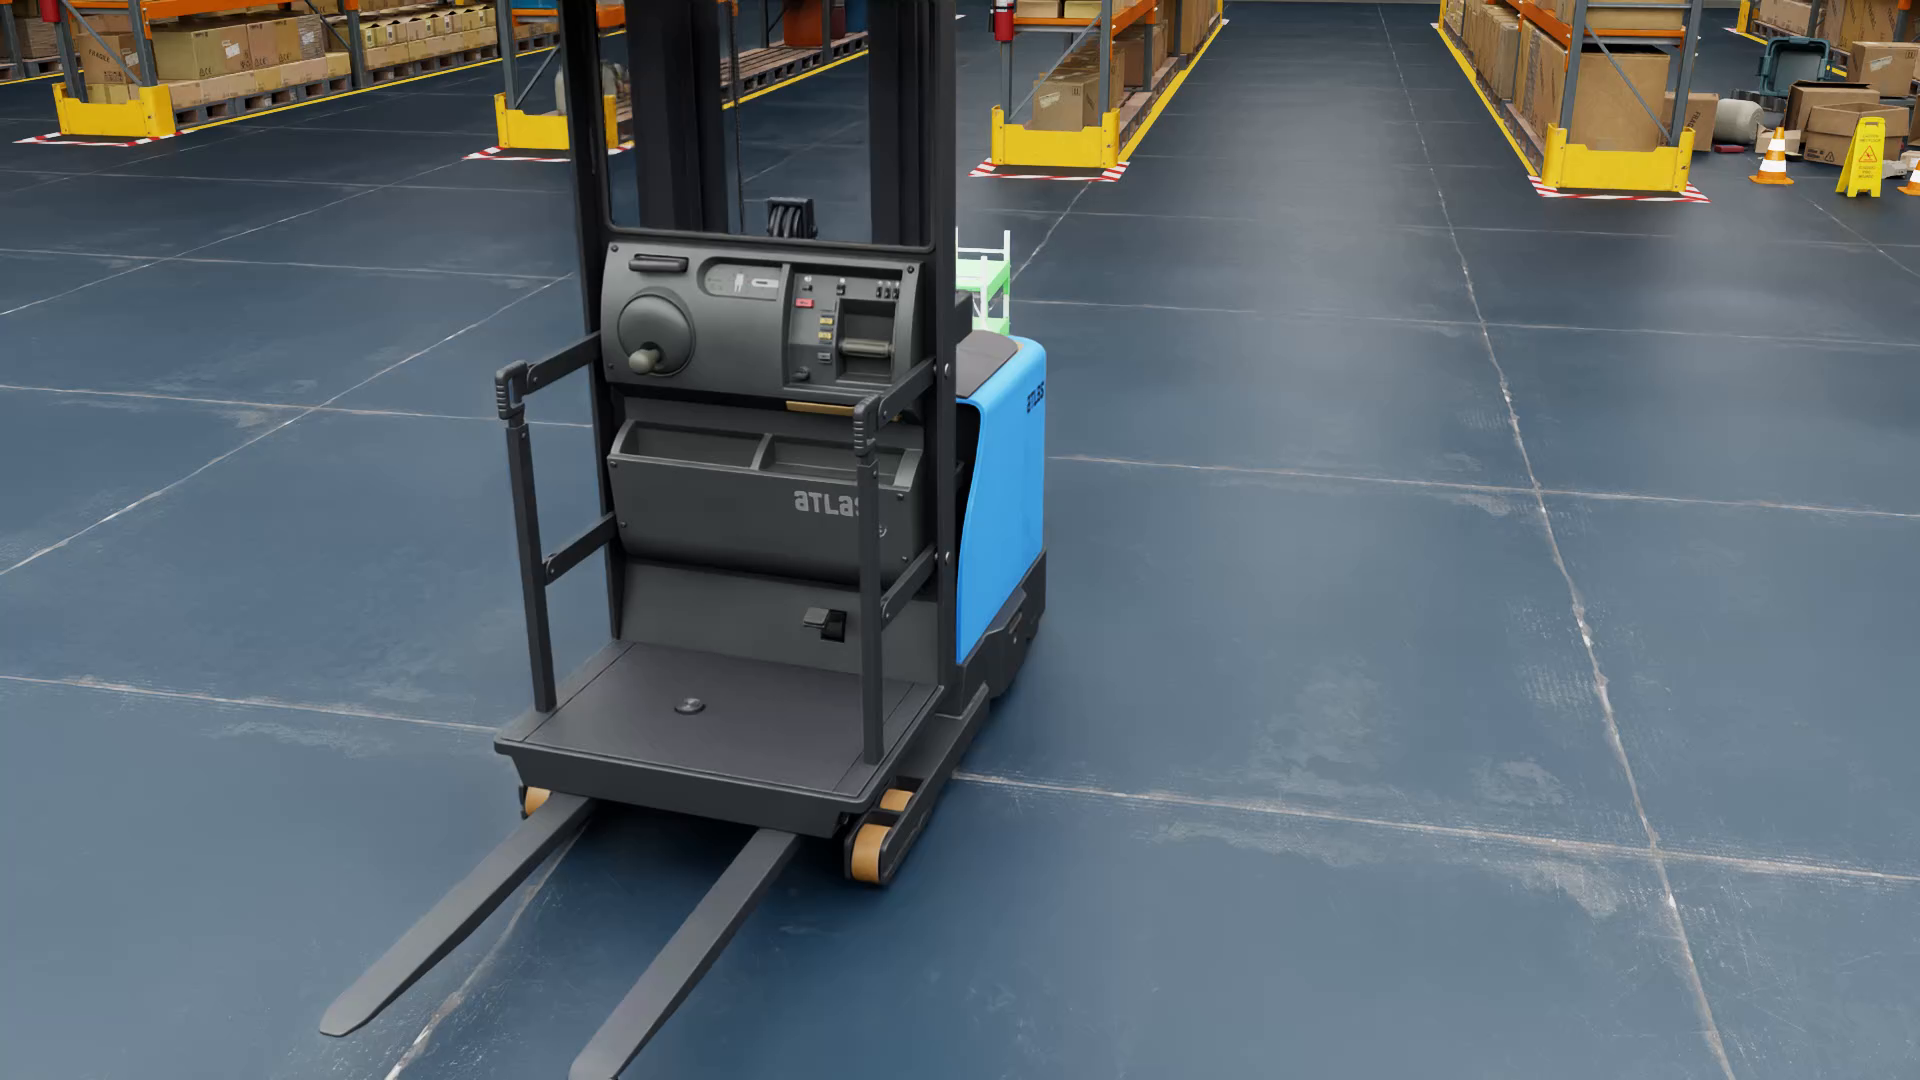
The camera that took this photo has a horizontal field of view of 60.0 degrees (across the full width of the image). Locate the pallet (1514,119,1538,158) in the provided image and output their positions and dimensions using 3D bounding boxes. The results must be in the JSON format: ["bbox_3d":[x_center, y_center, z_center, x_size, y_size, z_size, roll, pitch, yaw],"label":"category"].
[{"bbox_3d":[6.048,-3.947,16.371,1.003,0.211,1.213,4,22,11],"label":"pallet"}]

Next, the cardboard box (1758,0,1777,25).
[{"bbox_3d":[13.805,-8.766,27.471,0.875,0.438,0.875,4,22,9],"label":"cardboard box"}]

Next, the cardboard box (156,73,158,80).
[{"bbox_3d":[-8.911,-4.990,18.348,0.500,0.250,0.500,4,22,11],"label":"cardboard box"}]

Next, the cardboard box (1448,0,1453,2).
[{"bbox_3d":[8.420,-9.139,27.988,0.380,0.149,0.250,4,22,11],"label":"cardboard box"}]

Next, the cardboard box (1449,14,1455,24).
[{"bbox_3d":[8.283,-8.590,27.422,0.380,0.149,0.250,3,22,8],"label":"cardboard box"}]

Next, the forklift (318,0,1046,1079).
[{"bbox_3d":[-0.621,-0.588,4.391,1.130,2.935,3.031,7,23,16],"label":"forklift"}]

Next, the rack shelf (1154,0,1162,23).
[{"bbox_3d":[2.100,-6.773,20.618,1.077,0.370,4.000,4,22,11],"label":"rack shelf"}]

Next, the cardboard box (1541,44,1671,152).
[{"bbox_3d":[5.784,-3.959,14.951,0.875,0.875,0.875,5,22,11],"label":"cardboard box"}]

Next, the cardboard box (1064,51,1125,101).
[{"bbox_3d":[1.461,-5.057,18.179,0.500,0.500,0.500,12,25,28],"label":"cardboard box"}]

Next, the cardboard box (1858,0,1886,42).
[{"bbox_3d":[12.618,-6.864,22.163,0.875,0.875,0.875,5,22,12],"label":"cardboard box"}]

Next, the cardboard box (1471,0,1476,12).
[{"bbox_3d":[7.535,-7.638,23.583,0.500,0.250,0.500,5,23,13],"label":"cardboard box"}]

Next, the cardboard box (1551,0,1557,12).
[{"bbox_3d":[6.137,-5.301,15.799,0.875,0.550,0.500,4,22,11],"label":"cardboard box"}]

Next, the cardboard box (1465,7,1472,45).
[{"bbox_3d":[7.642,-7.477,24.188,0.500,0.500,0.500,5,23,13],"label":"cardboard box"}]

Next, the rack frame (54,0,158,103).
[{"bbox_3d":[-8.822,-5.669,16.914,1.000,3.000,0.127,4,22,11],"label":"rack frame"}]

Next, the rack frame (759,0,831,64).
[{"bbox_3d":[-2.341,-8.215,23.237,1.000,3.000,0.127,4,22,11],"label":"rack frame"}]

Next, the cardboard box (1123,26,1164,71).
[{"bbox_3d":[2.181,-6.224,21.050,0.700,0.500,0.500,6,23,15],"label":"cardboard box"}]

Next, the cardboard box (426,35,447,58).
[{"bbox_3d":[-7.367,-6.742,22.697,0.500,0.250,0.500,5,22,12],"label":"cardboard box"}]

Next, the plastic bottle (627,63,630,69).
[{"bbox_3d":[-3.767,-5.395,19.192,0.144,0.351,0.185,4,22,9],"label":"plastic bottle"}]

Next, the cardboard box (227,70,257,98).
[{"bbox_3d":[-8.294,-5.133,18.702,0.500,0.250,0.500,4,22,11],"label":"cardboard box"}]

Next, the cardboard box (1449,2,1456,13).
[{"bbox_3d":[8.384,-8.909,27.816,0.380,0.149,0.250,5,23,13],"label":"cardboard box"}]

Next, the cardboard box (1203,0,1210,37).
[{"bbox_3d":[3.213,-8.274,25.666,1.225,0.875,0.875,5,22,11],"label":"cardboard box"}]

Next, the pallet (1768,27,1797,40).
[{"bbox_3d":[13.504,-7.971,26.364,1.003,0.211,1.213,4,22,11],"label":"pallet"}]

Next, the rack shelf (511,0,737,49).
[{"bbox_3d":[-3.565,-5.687,17.923,1.077,0.370,4.000,4,22,11],"label":"rack shelf"}]

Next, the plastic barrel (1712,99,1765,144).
[{"bbox_3d":[7.797,-4.233,16.798,0.421,0.421,0.512,-16,27,-35],"label":"plastic barrel"}]

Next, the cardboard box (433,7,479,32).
[{"bbox_3d":[-7.155,-7.373,23.513,0.500,0.311,0.500,4,22,10],"label":"cardboard box"}]

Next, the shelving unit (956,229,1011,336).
[{"bbox_3d":[0.034,-0.617,6.780,0.258,1.200,0.503,4,22,11],"label":"shelving unit"}]

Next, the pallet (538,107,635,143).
[{"bbox_3d":[-3.833,-4.324,17.308,1.003,0.211,1.213,4,22,11],"label":"pallet"}]

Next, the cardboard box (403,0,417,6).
[{"bbox_3d":[-10.656,-10.301,31.200,0.700,0.500,0.500,4,22,9],"label":"cardboard box"}]

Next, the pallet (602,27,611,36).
[{"bbox_3d":[-6.502,-8.463,27.586,1.003,0.211,1.213,4,22,11],"label":"pallet"}]

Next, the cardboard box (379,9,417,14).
[{"bbox_3d":[-7.789,-7.226,23.147,0.500,0.311,0.500,4,22,9],"label":"cardboard box"}]

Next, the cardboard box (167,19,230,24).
[{"bbox_3d":[-8.711,-5.704,19.117,0.500,0.500,0.500,4,22,11],"label":"cardboard box"}]

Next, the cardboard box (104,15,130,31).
[{"bbox_3d":[-12.428,-7.385,23.931,0.700,0.500,0.500,4,22,11],"label":"cardboard box"}]

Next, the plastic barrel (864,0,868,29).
[{"bbox_3d":[-1.653,-8.702,26.692,0.600,0.901,0.708,4,22,11],"label":"plastic barrel"}]

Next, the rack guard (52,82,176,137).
[{"bbox_3d":[-8.827,-4.500,17.359,1.175,0.500,0.348,4,22,11],"label":"rack guard"}]

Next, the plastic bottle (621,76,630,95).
[{"bbox_3d":[-3.764,-5.109,18.682,0.097,0.201,0.097,0,22,0],"label":"plastic bottle"}]

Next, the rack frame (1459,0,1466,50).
[{"bbox_3d":[8.159,-8.886,24.901,1.000,3.000,0.127,4,22,11],"label":"rack frame"}]

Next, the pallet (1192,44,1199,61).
[{"bbox_3d":[2.993,-7.272,24.627,1.003,0.211,1.213,4,22,11],"label":"pallet"}]

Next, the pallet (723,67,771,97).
[{"bbox_3d":[-3.035,-5.749,20.846,1.003,0.211,1.213,4,22,11],"label":"pallet"}]

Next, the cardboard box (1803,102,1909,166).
[{"bbox_3d":[8.457,-3.834,15.700,0.797,0.503,0.637,-11,25,-26],"label":"cardboard box"}]

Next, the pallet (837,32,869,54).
[{"bbox_3d":[-1.970,-7.658,25.587,1.003,0.211,1.213,4,22,11],"label":"pallet"}]

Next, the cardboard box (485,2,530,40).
[{"bbox_3d":[-6.817,-7.784,24.922,0.500,0.500,0.500,5,23,13],"label":"cardboard box"}]

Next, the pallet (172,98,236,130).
[{"bbox_3d":[-8.707,-4.658,18.137,1.003,0.211,1.213,4,22,11],"label":"pallet"}]

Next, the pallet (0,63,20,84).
[{"bbox_3d":[-12.958,-5.966,21.384,1.003,0.211,1.213,4,22,11],"label":"pallet"}]

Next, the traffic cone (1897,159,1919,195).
[{"bbox_3d":[8.246,-3.196,14.169,0.336,0.463,0.334,4,22,11],"label":"traffic cone"}]

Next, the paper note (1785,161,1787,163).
[{"bbox_3d":[7.684,-3.548,15.624,0.144,0.017,0.142,13,25,29],"label":"paper note"}]

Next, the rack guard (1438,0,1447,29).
[{"bbox_3d":[8.960,-9.161,28.932,1.175,0.500,0.348,4,22,11],"label":"rack guard"}]

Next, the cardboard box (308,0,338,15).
[{"bbox_3d":[-11.229,-9.384,28.453,0.750,0.750,0.750,5,22,12],"label":"cardboard box"}]

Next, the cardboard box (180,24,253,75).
[{"bbox_3d":[-8.305,-5.482,18.564,0.500,0.500,0.500,4,22,11],"label":"cardboard box"}]

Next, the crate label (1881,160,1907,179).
[{"bbox_3d":[8.345,-3.337,14.956,0.250,0.136,0.298,-7,23,-17],"label":"crate label"}]
